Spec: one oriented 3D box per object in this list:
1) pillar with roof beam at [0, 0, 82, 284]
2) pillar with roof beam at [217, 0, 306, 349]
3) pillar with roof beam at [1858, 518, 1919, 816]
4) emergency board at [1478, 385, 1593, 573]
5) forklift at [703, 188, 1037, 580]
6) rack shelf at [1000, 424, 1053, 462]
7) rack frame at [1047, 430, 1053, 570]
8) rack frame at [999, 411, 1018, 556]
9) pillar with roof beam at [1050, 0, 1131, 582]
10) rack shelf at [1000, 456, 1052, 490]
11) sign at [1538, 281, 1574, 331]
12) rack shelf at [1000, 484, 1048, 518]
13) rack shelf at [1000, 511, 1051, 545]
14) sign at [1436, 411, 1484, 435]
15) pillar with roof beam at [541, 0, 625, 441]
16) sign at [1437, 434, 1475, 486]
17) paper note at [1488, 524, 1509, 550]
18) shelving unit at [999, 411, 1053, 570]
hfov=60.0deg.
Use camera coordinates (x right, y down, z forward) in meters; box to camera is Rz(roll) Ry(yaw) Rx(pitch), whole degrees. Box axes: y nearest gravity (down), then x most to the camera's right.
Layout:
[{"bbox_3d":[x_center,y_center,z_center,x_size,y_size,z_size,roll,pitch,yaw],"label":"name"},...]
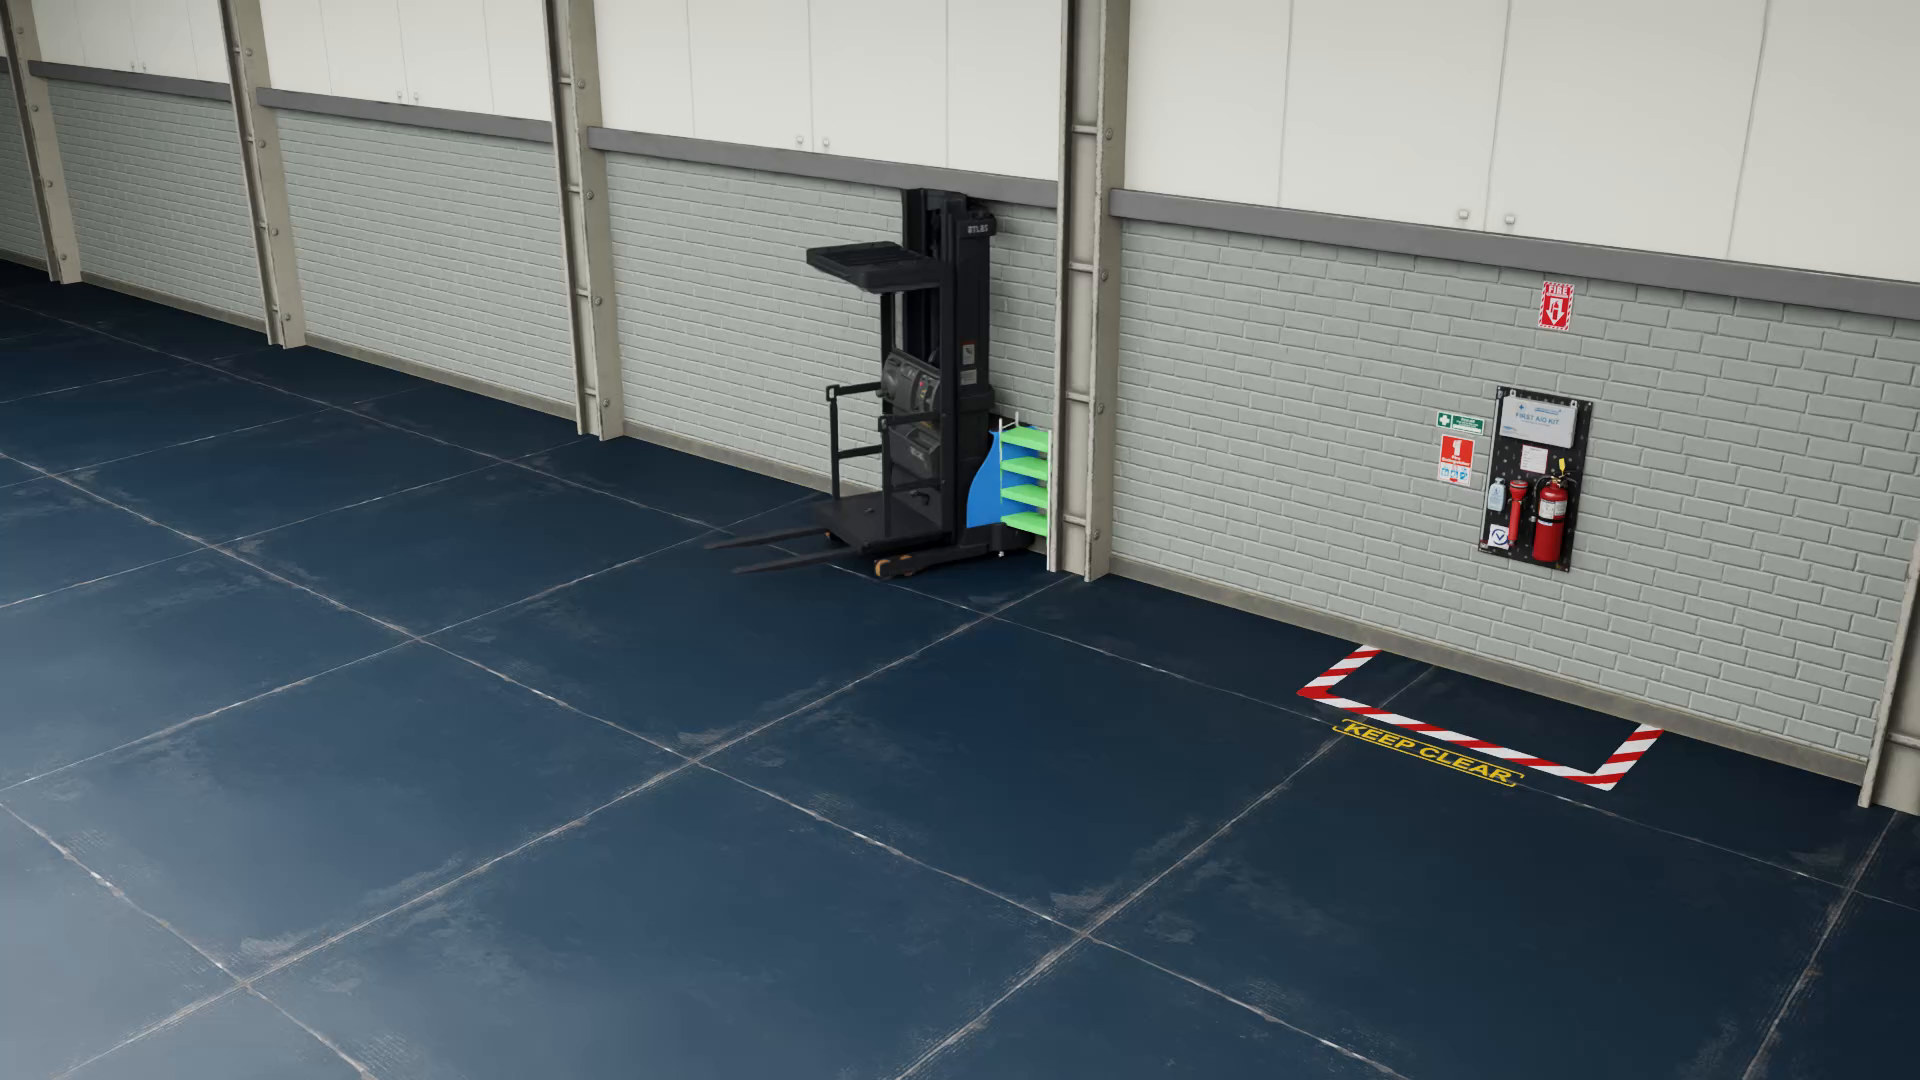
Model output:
[{"bbox_3d":[-15.690,-6.798,19.442,0.400,9.000,9.100,16,26,36],"label":"pillar with roof beam"},{"bbox_3d":[-11.042,-5.460,15.893,0.400,9.000,9.100,16,26,36],"label":"pillar with roof beam"},{"bbox_3d":[2.903,-1.444,5.243,0.400,9.000,9.100,16,26,36],"label":"pillar with roof beam"},{"bbox_3d":[3.735,-0.375,10.912,0.643,1.169,0.194,16,26,36],"label":"emergency board"},{"bbox_3d":[-0.581,-1.262,13.360,3.031,2.935,1.130,-11,23,-26],"label":"forklift"},{"bbox_3d":[0.588,-0.782,13.367,0.480,0.148,0.258,16,28,35],"label":"rack shelf"},{"bbox_3d":[0.783,-0.341,13.386,0.015,1.200,0.240,16,28,35],"label":"rack frame"},{"bbox_3d":[0.401,-0.454,13.667,0.015,1.200,0.240,16,28,35],"label":"rack frame"},{"bbox_3d":[-1.745,-2.782,8.793,0.400,9.000,9.100,16,26,36],"label":"pillar with roof beam"},{"bbox_3d":[0.590,-0.560,13.459,0.480,0.148,0.258,16,28,35],"label":"rack shelf"},{"bbox_3d":[3.792,-1.489,10.580,0.199,0.298,0.001,16,26,36],"label":"sign"},{"bbox_3d":[0.593,-0.338,13.551,0.480,0.148,0.258,16,28,35],"label":"rack shelf"},{"bbox_3d":[0.595,-0.117,13.643,0.480,0.148,0.258,16,28,35],"label":"rack shelf"},{"bbox_3d":[3.370,-0.788,11.205,0.331,0.109,0.001,16,26,36],"label":"sign"},{"bbox_3d":[-6.393,-4.121,12.343,0.400,9.000,9.100,16,26,36],"label":"pillar with roof beam"},{"bbox_3d":[3.372,-0.544,11.308,0.234,0.329,0.001,16,26,36],"label":"sign"},{"bbox_3d":[3.642,-0.021,11.222,0.142,0.148,0.016,16,26,36],"label":"paper note"},{"bbox_3d":[0.592,-0.397,13.527,0.503,1.200,0.258,16,28,35],"label":"shelving unit"}]
